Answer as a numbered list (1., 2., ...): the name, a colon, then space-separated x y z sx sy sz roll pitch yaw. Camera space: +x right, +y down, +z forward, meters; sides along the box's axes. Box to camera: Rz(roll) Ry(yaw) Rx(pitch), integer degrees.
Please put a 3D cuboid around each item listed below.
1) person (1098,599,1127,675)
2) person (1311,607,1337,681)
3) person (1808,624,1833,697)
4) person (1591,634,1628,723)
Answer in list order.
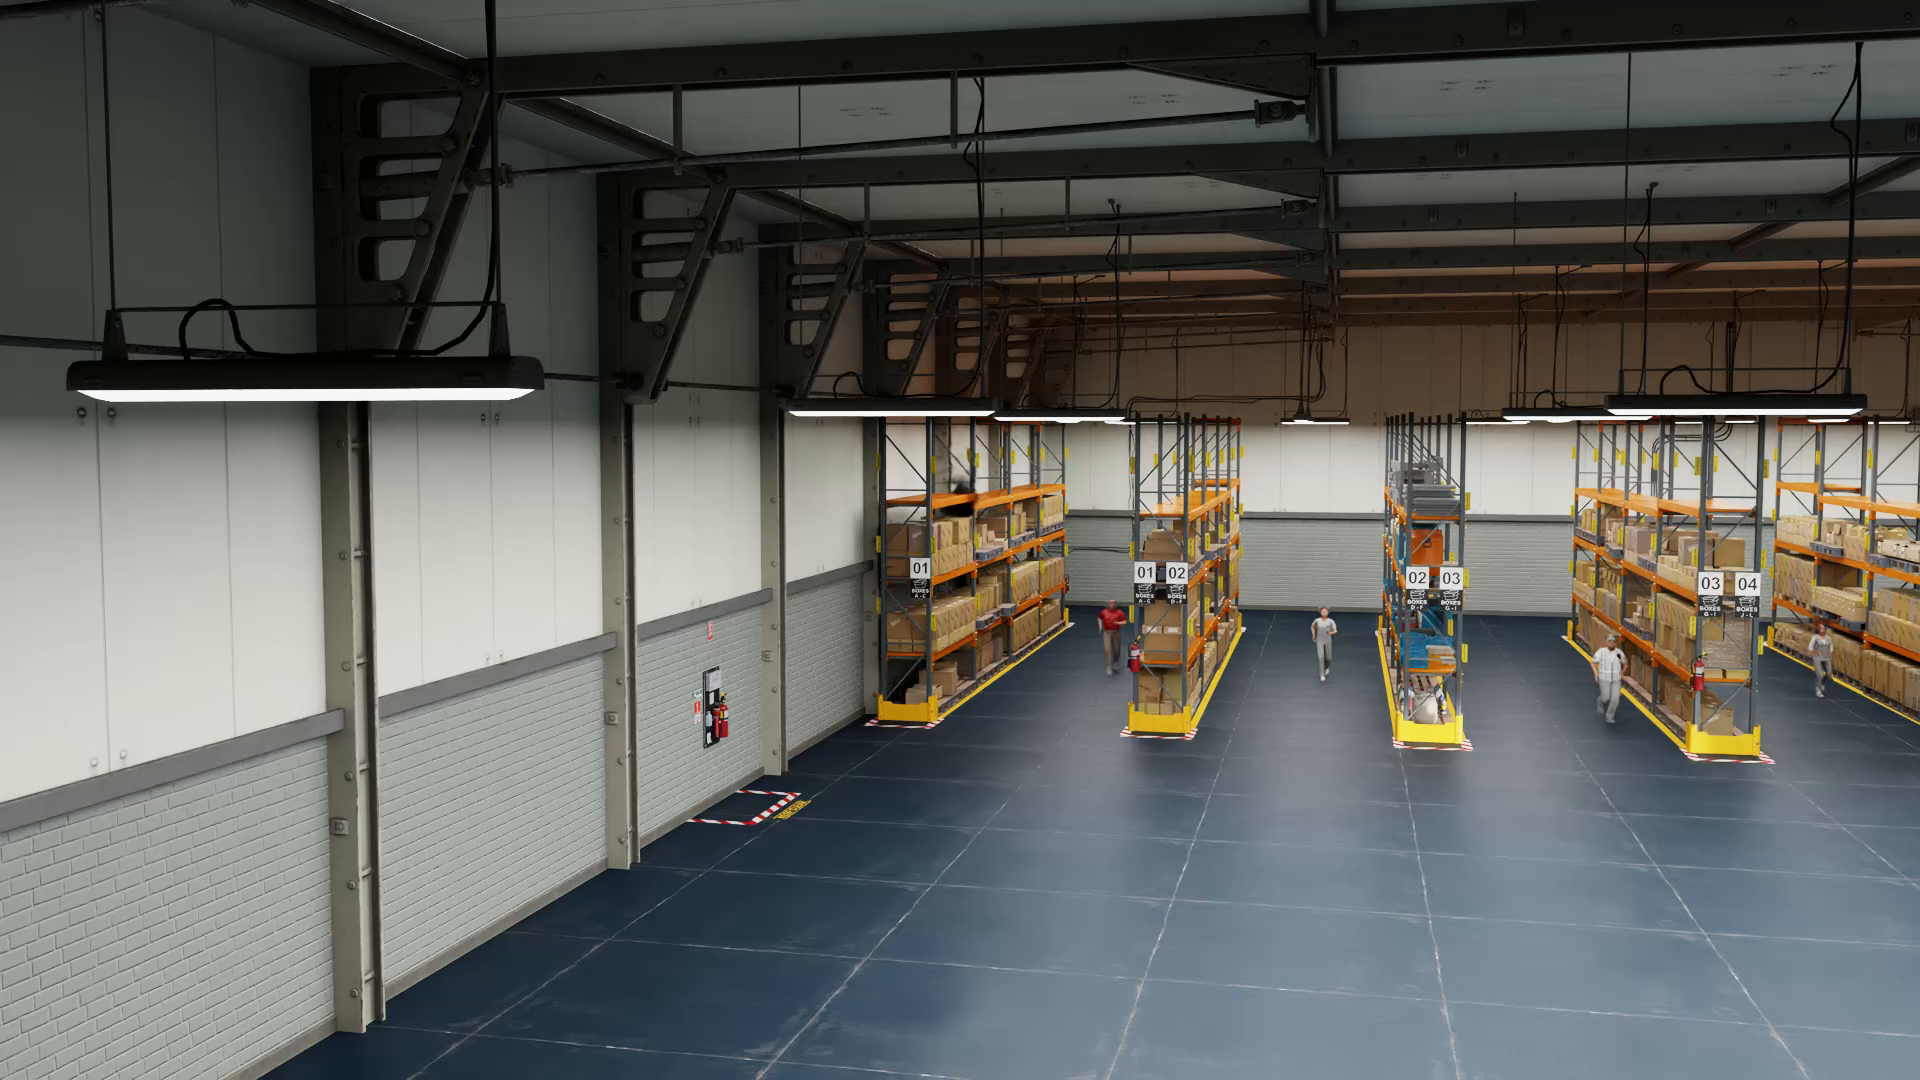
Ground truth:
1. person: 3.541 2.222 38.702 0.662 1.716 0.989 0 4 4
2. person: 8.253 2.335 37.739 0.575 1.645 0.914 1 4 11
3. person: 18.282 2.556 35.255 0.527 1.555 0.543 1 4 9
4. person: 12.625 2.679 32.279 0.678 1.730 0.591 1 4 9
